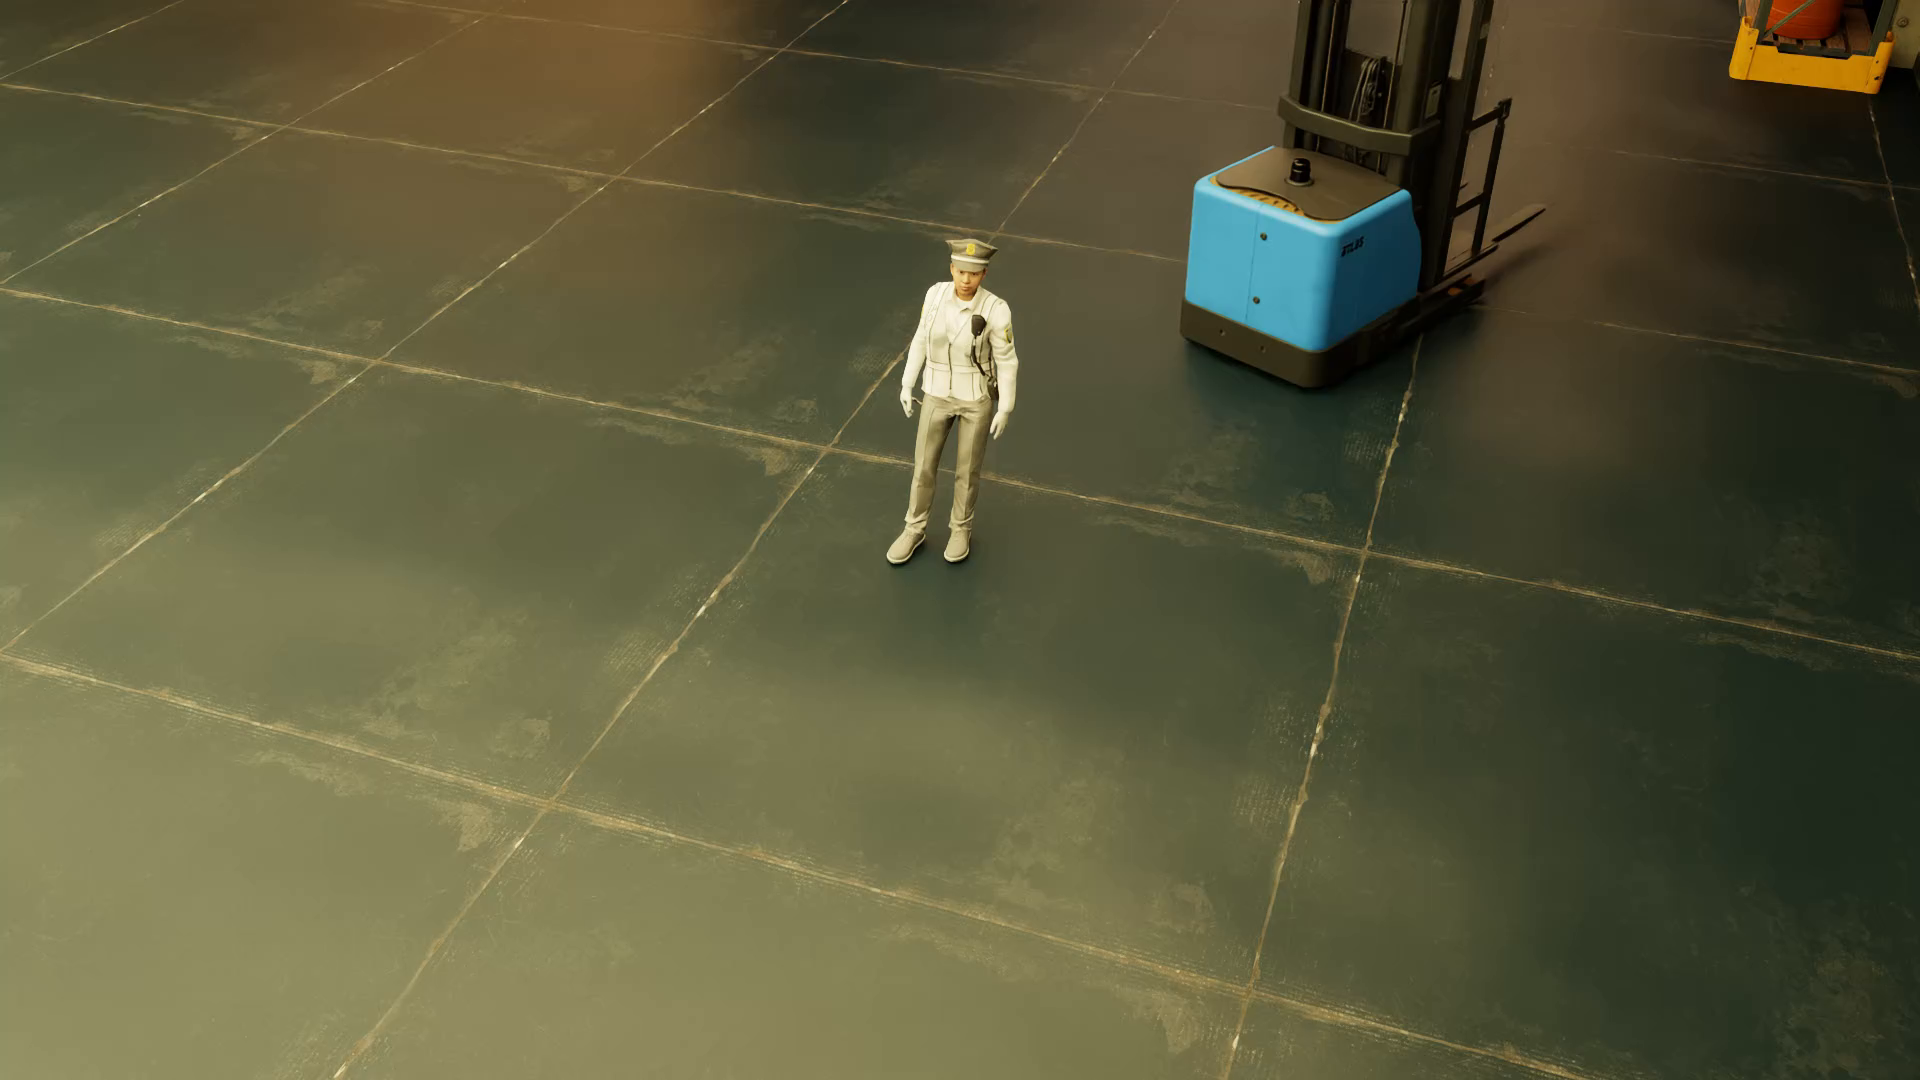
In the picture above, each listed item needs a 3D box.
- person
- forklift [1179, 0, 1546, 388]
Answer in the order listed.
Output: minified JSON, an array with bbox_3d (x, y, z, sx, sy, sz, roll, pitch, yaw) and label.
[{"bbox_3d":[-0.029,-0.661,8.100,0.588,1.695,0.531,12,37,16],"label":"person"},{"bbox_3d":[2.760,-2.840,10.117,1.130,2.935,3.031,30,45,35],"label":"forklift"}]
